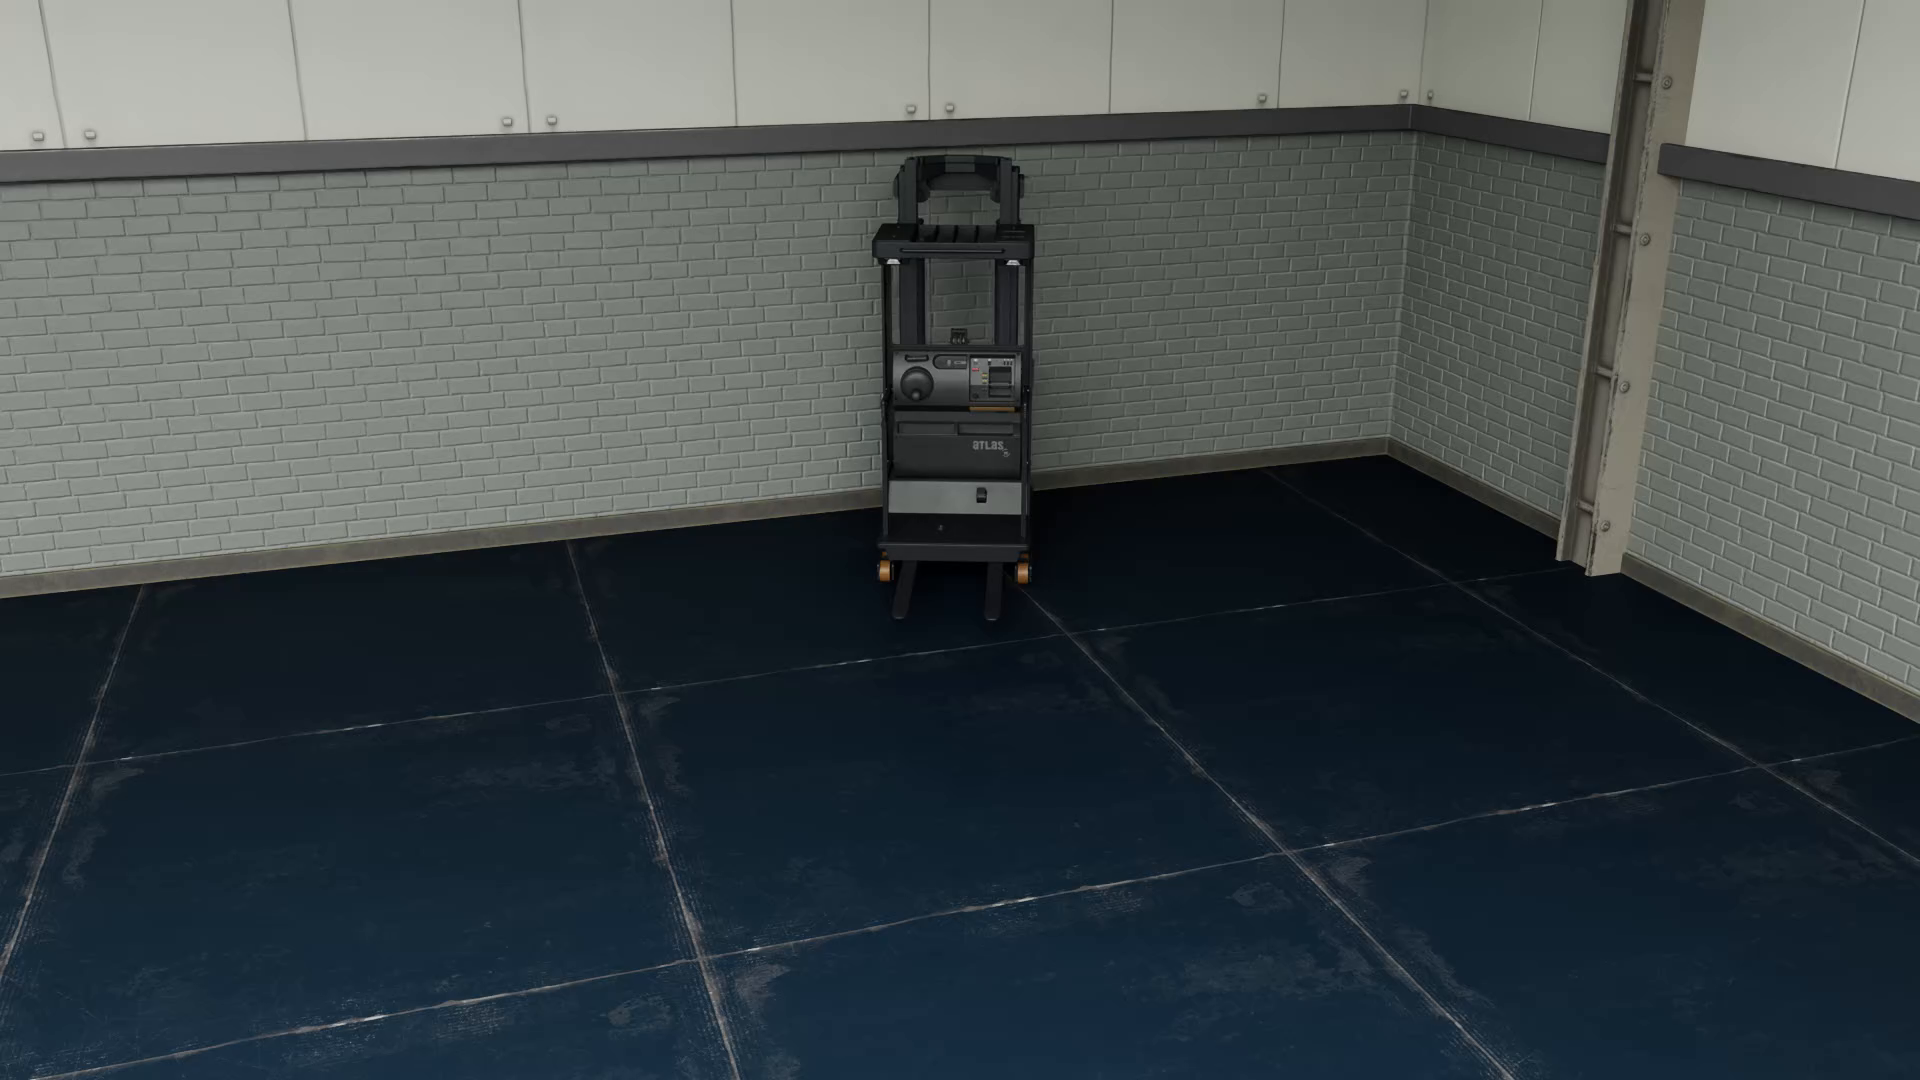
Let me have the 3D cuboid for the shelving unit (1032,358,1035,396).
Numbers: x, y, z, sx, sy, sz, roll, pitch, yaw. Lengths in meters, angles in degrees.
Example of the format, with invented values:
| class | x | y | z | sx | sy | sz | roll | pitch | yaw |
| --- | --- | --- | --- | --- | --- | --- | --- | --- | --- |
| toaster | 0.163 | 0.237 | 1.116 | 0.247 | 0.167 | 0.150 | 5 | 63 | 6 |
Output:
| class | x | y | z | sx | sy | sz | roll | pitch | yaw |
| --- | --- | --- | --- | --- | --- | --- | --- | --- | --- |
| shelving unit | 0.299 | -0.916 | 13.656 | 0.503 | 1.200 | 0.258 | -3 | 18 | -19 |

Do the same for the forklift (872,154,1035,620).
| class | x | y | z | sx | sy | sz | roll | pitch | yaw |
| --- | --- | --- | --- | --- | --- | --- | --- | --- | --- |
| forklift | -0.028 | -1.168 | 11.833 | 1.130 | 2.935 | 3.031 | 1 | 20 | 2 |

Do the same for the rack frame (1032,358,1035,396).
| class | x | y | z | sx | sy | sz | roll | pitch | yaw |
| --- | --- | --- | --- | --- | --- | --- | --- | --- | --- |
| rack frame | 0.530 | -0.928 | 13.735 | 0.015 | 1.200 | 0.240 | -3 | 18 | -19 |

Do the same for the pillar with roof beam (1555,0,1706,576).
| class | x | y | z | sx | sy | sz | roll | pitch | yaw |
| --- | --- | --- | --- | --- | --- | --- | --- | --- | --- |
| pillar with roof beam | 0.603 | -3.590 | 9.600 | 9.100 | 9.000 | 0.400 | -6 | 21 | -17 |
